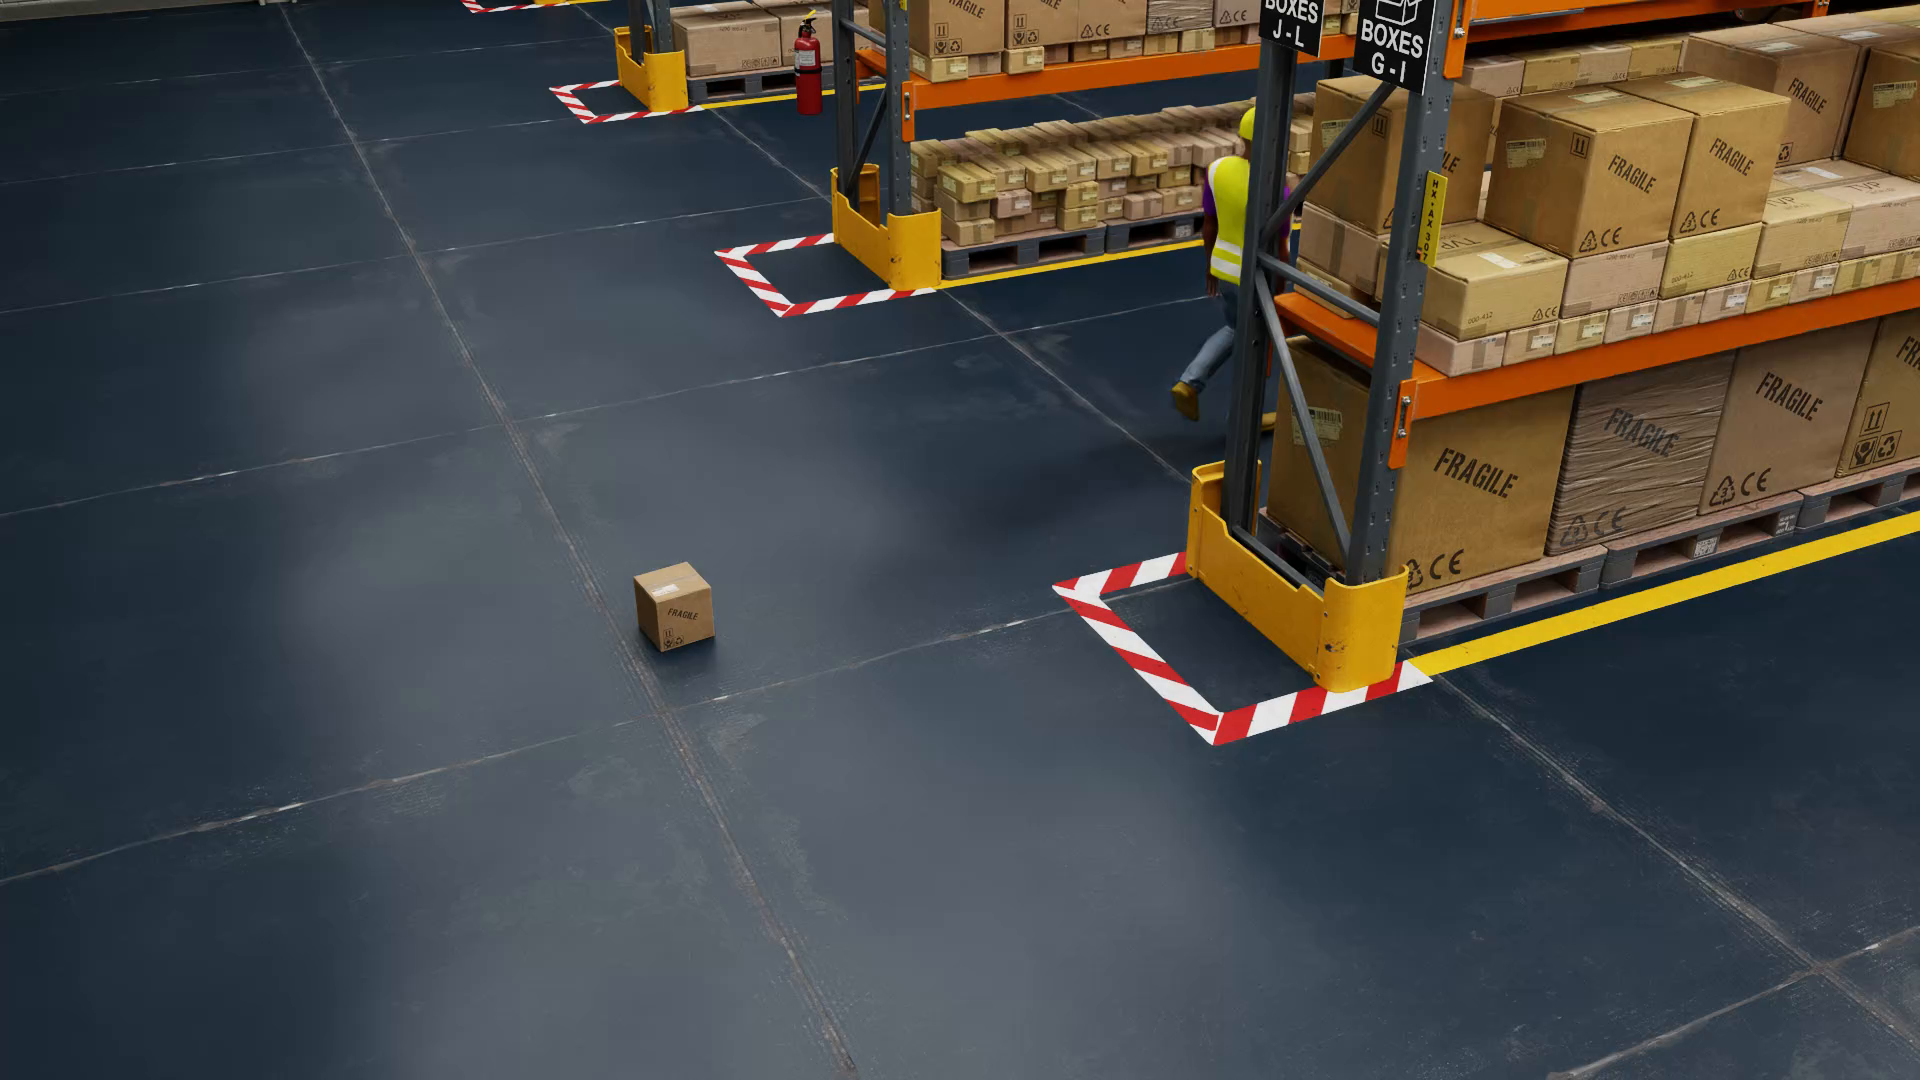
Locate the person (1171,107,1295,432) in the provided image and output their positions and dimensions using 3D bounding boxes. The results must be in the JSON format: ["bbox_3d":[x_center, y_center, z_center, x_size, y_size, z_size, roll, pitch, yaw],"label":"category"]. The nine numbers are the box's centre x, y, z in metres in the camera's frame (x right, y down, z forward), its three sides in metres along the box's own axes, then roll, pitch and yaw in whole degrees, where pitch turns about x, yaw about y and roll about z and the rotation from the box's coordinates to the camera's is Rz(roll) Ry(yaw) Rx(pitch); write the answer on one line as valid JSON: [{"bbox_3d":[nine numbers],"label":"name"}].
[{"bbox_3d":[1.437,-1.341,8.454,0.583,1.757,0.581,-17,33,-27],"label":"person"}]
